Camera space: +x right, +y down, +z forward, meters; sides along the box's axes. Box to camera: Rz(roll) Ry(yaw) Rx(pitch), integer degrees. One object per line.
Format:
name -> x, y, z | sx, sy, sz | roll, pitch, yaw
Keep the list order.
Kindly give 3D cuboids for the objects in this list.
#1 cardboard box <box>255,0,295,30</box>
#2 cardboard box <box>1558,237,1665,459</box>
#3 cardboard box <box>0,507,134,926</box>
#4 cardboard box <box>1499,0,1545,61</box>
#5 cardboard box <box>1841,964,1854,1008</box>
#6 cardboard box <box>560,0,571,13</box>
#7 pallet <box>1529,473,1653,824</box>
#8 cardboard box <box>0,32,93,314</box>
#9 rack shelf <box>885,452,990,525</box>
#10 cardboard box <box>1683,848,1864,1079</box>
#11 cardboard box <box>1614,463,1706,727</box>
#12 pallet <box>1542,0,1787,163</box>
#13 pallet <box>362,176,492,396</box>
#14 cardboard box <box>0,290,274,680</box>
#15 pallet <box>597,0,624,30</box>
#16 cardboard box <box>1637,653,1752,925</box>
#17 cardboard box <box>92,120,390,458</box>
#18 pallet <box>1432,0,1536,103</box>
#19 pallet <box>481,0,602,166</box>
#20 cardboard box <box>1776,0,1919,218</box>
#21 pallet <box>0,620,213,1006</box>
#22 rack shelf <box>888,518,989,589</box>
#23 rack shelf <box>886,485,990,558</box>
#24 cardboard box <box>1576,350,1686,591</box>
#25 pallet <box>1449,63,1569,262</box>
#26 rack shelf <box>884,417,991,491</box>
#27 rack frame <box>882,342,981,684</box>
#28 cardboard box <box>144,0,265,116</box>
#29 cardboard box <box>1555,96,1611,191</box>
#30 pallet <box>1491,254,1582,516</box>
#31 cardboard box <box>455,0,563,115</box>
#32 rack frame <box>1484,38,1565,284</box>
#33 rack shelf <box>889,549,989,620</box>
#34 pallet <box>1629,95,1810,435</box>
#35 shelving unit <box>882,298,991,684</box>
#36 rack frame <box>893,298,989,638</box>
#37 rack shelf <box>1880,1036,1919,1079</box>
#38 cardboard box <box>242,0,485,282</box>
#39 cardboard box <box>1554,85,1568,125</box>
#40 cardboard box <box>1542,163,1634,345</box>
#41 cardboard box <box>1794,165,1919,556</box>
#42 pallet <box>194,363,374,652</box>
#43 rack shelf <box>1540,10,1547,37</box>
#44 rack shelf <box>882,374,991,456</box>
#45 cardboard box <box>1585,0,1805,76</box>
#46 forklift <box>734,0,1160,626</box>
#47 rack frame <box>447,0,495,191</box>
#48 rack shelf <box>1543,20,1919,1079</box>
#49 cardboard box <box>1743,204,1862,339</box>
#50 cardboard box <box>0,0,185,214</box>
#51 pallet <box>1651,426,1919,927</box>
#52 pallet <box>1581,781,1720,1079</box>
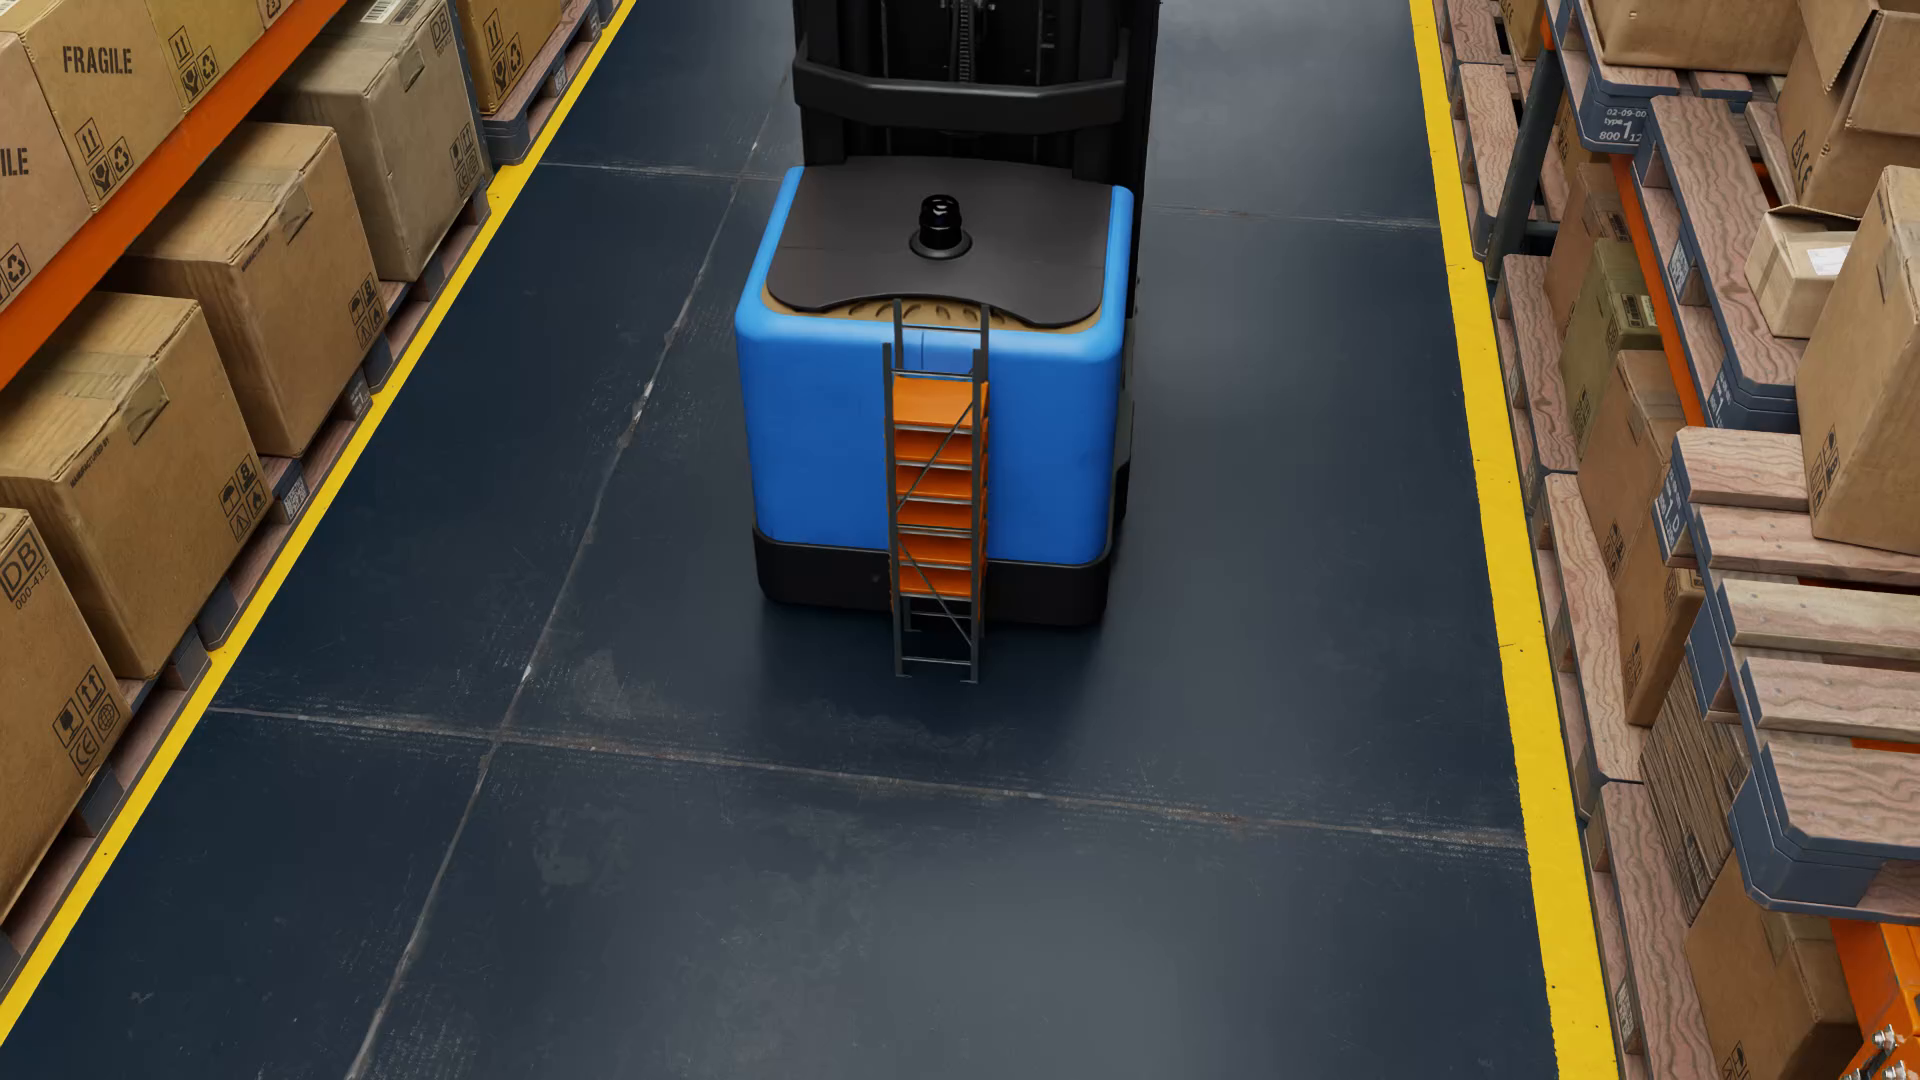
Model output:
cardboard box -> -2.281, -1.889, 4.991 | 0.500, 0.500, 0.500 | 5, 44, 5
cardboard box -> 2.308, -0.570, 5.168 | 0.700, 0.500, 0.500 | 5, 44, 5
cardboard box -> -2.770, 0.406, 3.970 | 1.050, 0.750, 0.750 | 5, 44, 5
cardboard box -> 2.658, -2.393, 7.108 | 0.500, 0.500, 0.500 | 2, 43, 2
cardboard box -> 2.023, 0.685, 3.298 | 0.500, 0.250, 0.500 | 7, 44, 7
cardboard box -> -2.143, -2.995, 7.472 | 0.875, 0.875, 0.875 | 6, 44, 6
pallet -> 2.232, 0.320, 4.759 | 1.003, 0.211, 1.213 | 5, 44, 6
cardboard box -> -2.481, -0.859, 3.903 | 0.500, 0.500, 0.500 | 5, 44, 5
rack shelf -> -0.058, -0.147, 4.423 | 0.258, 0.103, 0.180 | 5, 44, 5
cardboard box -> 2.033, 0.958, 3.555 | 0.700, 0.500, 0.500 | 3, 44, 3
cardboard box -> 2.161, 0.192, 4.364 | 0.700, 0.500, 0.500 | 9, 44, 9
pallet -> 2.247, -1.480, 4.771 | 1.003, 0.211, 1.213 | 5, 44, 6
pallet -> -2.438, -1.032, 6.186 | 1.003, 0.211, 1.213 | 5, 44, 6
cardboard box -> -2.657, -0.190, 4.600 | 1.050, 0.750, 0.750 | 6, 44, 6
pallet -> -2.074, -2.910, 8.169 | 1.003, 0.211, 1.213 | 5, 44, 6
cardboard box -> 2.093, 0.579, 3.955 | 0.700, 0.500, 0.500 | 2, 43, 2
cardboard box -> -2.535, -0.825, 5.270 | 1.050, 0.750, 0.750 | 5, 44, 6
pallet -> 2.705, -2.340, 7.568 | 1.003, 0.211, 1.213 | 5, 44, 6
pallet -> -2.232, -2.076, 7.289 | 1.003, 0.211, 1.213 | 5, 44, 6
cardboard box -> 2.355, -1.058, 3.805 | 0.797, 0.503, 0.637 | 9, 44, 10
pallet -> -2.760, 0.631, 4.430 | 1.003, 0.211, 1.213 | 5, 44, 6
rack shelf -> -0.058, 0.027, 4.588 | 0.258, 0.103, 0.180 | 5, 44, 5
rack shelf -> -0.058, -0.060, 4.505 | 0.258, 0.103, 0.180 | 5, 44, 5
cardboard box -> 2.235, -0.188, 4.765 | 0.700, 0.500, 0.500 | 2, 43, 2
pallet -> 2.546, -1.506, 6.687 | 1.003, 0.211, 1.213 | 5, 44, 6
rack shelf -> -0.058, -0.234, 4.340 | 0.258, 0.103, 0.180 | 5, 44, 5
rack frame -> -0.068, -0.030, 4.409 | 0.240, 1.200, 0.006 | 5, 44, 5
cardboard box -> -2.348, -1.545, 4.627 | 0.500, 0.500, 0.500 | 6, 44, 6
cardboard box -> 2.585, -1.571, 6.241 | 0.500, 0.500, 0.500 | 4, 44, 4
pallet -> 2.391, -0.514, 5.640 | 1.003, 0.211, 1.213 | 5, 44, 6
cardboard box -> -2.258, -2.381, 6.822 | 0.875, 0.875, 0.875 | 6, 44, 6
rack frame -> 2.493, -2.058, 5.241 | 1.000, 3.000, 0.127 | 5, 44, 6
rack shelf -> -0.058, 0.114, 4.670 | 0.258, 0.103, 0.180 | 5, 44, 5
pallet -> 2.185, -0.615, 3.857 | 1.003, 0.211, 1.213 | 5, 44, 6
shelving unit -> -0.058, -0.092, 4.475 | 0.258, 1.200, 0.189 | 5, 44, 5
rack frame -> -0.047, -0.155, 4.541 | 0.240, 1.200, 0.006 | 5, 44, 5
rack shelf -> 1.699, 2.293, 1.170 | 1.077, 0.370, 4.000 | 5, 44, 6
cardboard box -> -2.403, -1.482, 5.964 | 1.050, 0.750, 0.750 | 5, 44, 5
cardboard box -> 2.653, -1.962, 6.653 | 0.500, 0.500, 0.500 | 19, 46, 19
cardboard box -> 2.390, -0.893, 5.510 | 0.700, 0.500, 0.500 | 2, 43, 2
cardboard box -> 1.970, -0.281, 2.987 | 0.700, 0.500, 0.500 | 11, 45, 12
pallet -> -2.597, -0.198, 5.306 | 1.003, 0.211, 1.213 | 5, 44, 6
rack shelf -> 2.757, -3.159, 6.928 | 1.077, 0.370, 4.000 | 5, 44, 6
rack shelf -> -0.058, -0.321, 4.258 | 0.258, 0.103, 0.180 | 5, 44, 5
cardboard box -> 2.249, -1.899, 4.332 | 1.000, 1.000, 1.000 | 6, 44, 6
forklift -> 0.076, -1.826, 5.047 | 1.130, 2.935, 3.031 | 5, 44, 5
rack frame -> -2.410, -2.577, 5.790 | 1.000, 3.000, 0.127 | 5, 44, 6
rack shelf -> 2.228, -0.433, 4.049 | 1.077, 0.370, 4.000 | 5, 44, 6
cardboard box -> 1.917, -0.596, 3.490 | 0.396, 0.266, 0.258 | 4, 44, 4
cardboard box -> -2.413, -1.199, 4.262 | 0.500, 0.500, 0.500 | 5, 44, 5
pallet -> 1.952, 0.243, 2.951 | 1.213, 0.211, 1.003 | 5, 44, 6
pallet -> 2.069, 1.149, 3.883 | 1.003, 0.211, 1.213 | 5, 44, 6
